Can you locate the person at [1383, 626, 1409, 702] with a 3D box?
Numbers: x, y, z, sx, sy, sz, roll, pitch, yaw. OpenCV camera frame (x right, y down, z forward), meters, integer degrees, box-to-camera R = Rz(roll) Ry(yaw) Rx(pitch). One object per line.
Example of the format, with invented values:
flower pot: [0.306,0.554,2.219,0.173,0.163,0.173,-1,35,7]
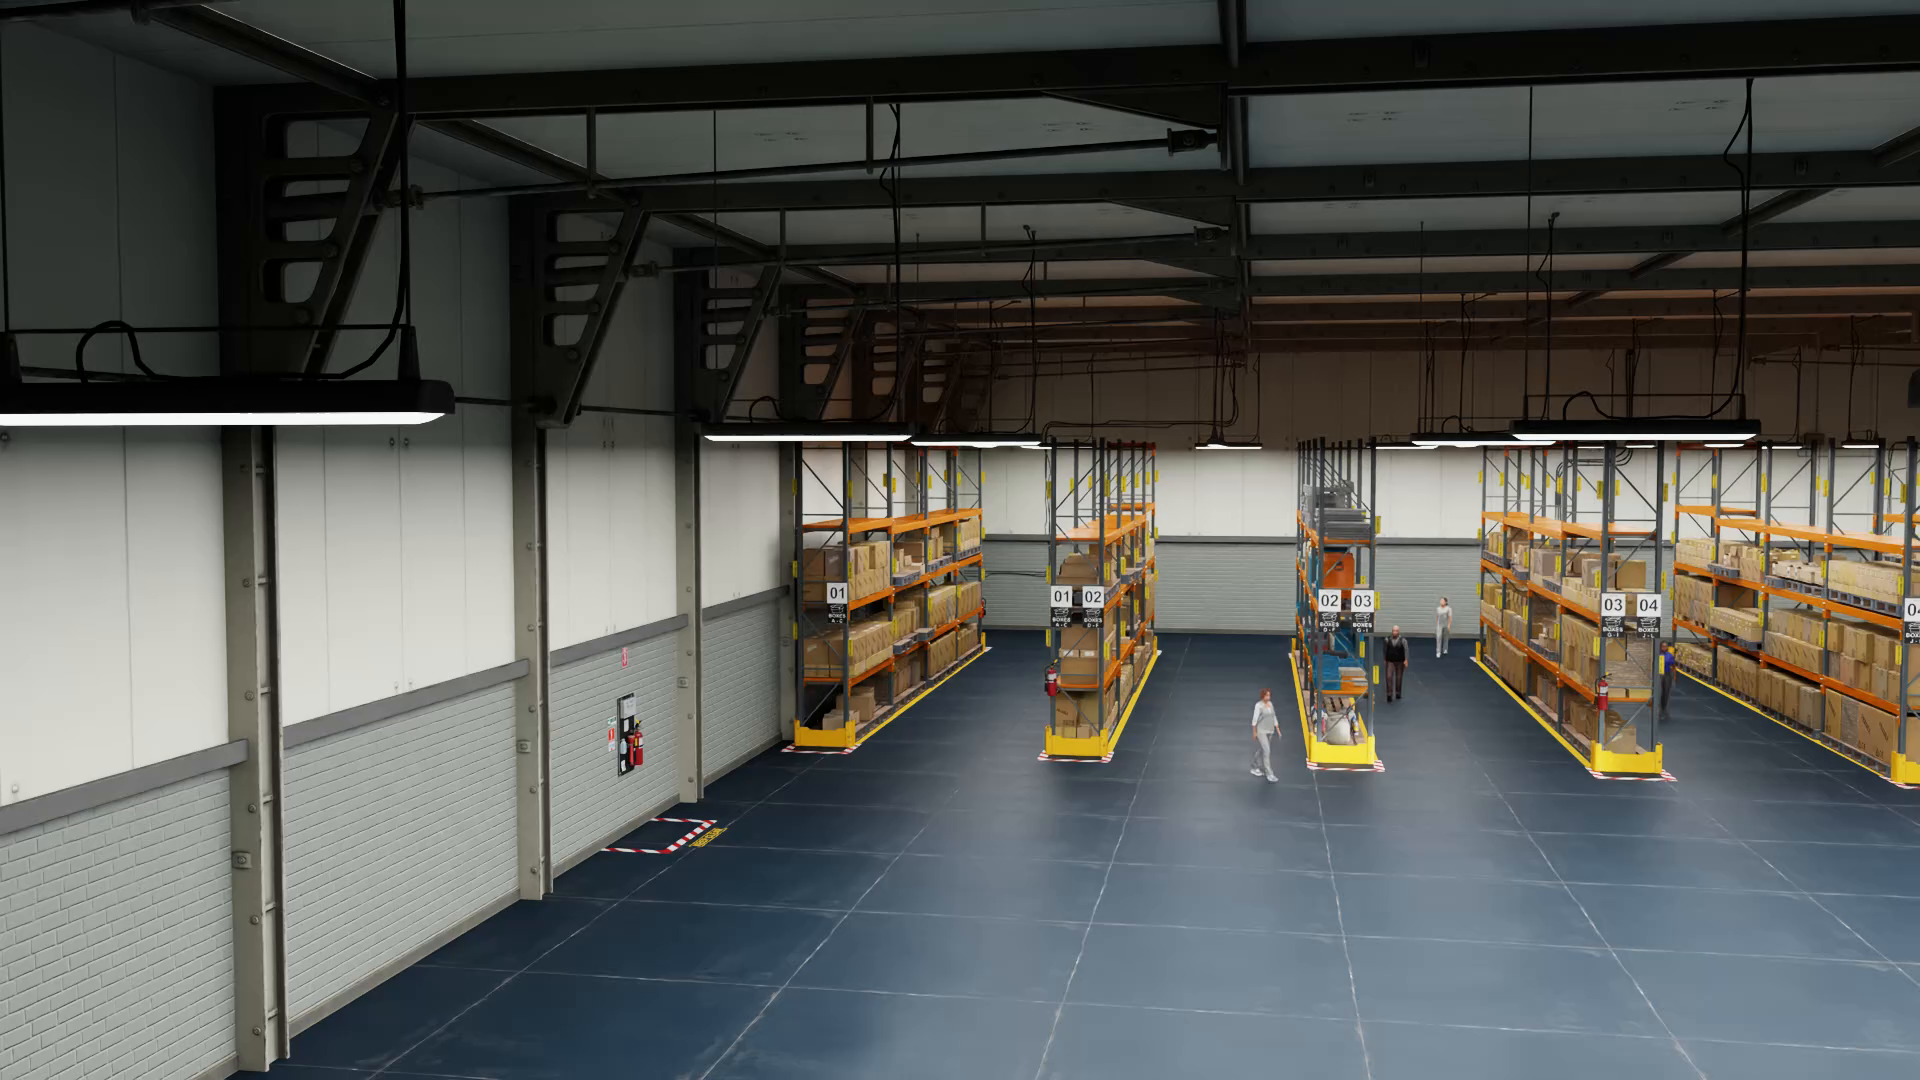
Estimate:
person: [10.033,2.838,38.302,0.584,1.732,0.696,1,3,20]

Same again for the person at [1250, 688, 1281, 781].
person: [5.359,3.381,29.097,0.456,1.565,0.804,-3,4,-40]

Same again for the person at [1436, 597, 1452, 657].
person: [13.582,2.419,46.660,0.435,1.627,0.993,1,3,19]

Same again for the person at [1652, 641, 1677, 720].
person: [15.164,3.006,35.850,0.507,1.679,0.642,1,3,11]
